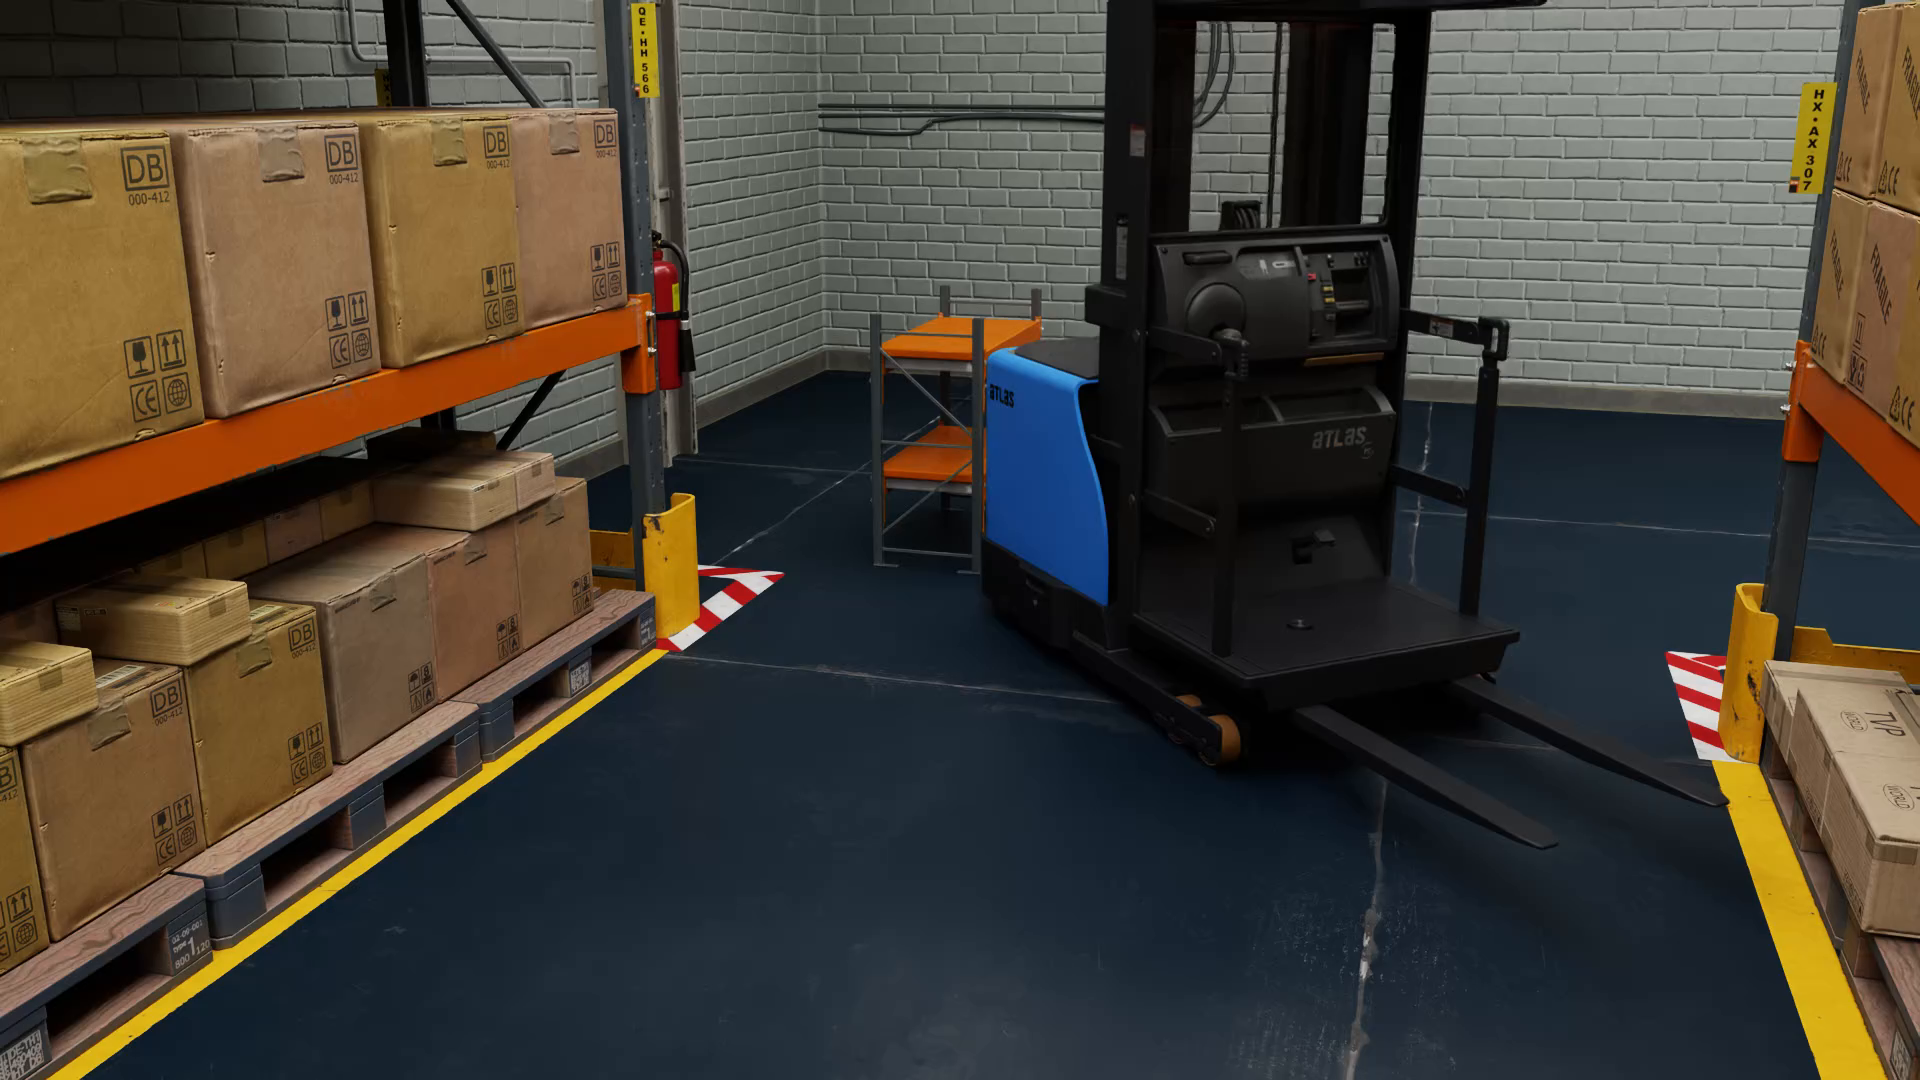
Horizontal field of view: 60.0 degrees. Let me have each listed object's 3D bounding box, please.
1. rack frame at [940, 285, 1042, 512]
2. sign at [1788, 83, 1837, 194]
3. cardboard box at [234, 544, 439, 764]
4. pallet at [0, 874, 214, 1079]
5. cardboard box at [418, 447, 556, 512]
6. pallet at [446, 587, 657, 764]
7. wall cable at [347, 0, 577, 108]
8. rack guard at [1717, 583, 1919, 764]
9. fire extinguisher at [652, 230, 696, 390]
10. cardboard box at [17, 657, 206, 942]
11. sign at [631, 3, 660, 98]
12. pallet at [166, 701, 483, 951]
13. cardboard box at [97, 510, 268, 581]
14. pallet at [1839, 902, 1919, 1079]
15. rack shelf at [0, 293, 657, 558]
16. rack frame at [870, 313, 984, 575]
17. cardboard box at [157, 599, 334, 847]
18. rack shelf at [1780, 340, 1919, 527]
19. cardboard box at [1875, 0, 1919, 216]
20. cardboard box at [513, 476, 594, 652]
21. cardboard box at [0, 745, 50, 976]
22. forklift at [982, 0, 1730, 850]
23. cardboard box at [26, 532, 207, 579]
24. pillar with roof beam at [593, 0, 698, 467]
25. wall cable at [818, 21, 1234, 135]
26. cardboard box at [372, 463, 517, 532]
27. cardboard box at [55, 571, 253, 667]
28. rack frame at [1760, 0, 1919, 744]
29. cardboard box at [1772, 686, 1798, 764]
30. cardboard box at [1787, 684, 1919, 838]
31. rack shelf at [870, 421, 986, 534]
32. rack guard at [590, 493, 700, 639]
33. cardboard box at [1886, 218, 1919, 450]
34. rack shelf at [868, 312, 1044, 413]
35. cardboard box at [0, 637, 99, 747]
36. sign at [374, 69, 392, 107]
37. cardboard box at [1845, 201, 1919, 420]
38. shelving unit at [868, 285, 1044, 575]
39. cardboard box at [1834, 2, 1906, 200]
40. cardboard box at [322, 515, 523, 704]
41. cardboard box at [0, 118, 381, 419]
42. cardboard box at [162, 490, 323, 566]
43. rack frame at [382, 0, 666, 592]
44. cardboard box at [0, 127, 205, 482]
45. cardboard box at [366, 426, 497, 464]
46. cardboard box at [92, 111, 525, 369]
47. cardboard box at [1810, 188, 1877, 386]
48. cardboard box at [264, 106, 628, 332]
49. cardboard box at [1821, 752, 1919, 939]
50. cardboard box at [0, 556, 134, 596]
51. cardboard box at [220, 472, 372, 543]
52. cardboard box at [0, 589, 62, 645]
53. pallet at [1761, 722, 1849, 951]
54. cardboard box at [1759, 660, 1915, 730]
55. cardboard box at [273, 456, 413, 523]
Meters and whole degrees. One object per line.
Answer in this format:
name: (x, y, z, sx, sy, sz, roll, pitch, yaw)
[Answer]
rack frame: (0.146, -0.676, 8.151, 0.500, 1.125, 0.032, 5, 16, 16)
sign: (2.577, -1.212, 5.019, 0.100, 0.325, 0.005, 5, 16, 16)
cardboard box: (-2.040, 0.317, 5.025, 0.700, 0.500, 0.500, 4, 16, 14)
pallet: (-2.498, 1.058, 3.711, 1.003, 0.211, 1.213, 5, 16, 16)
cardboard box: (-1.618, -0.210, 5.694, 0.380, 0.149, 0.250, 4, 16, 15)
pallet: (-1.805, 0.420, 5.962, 1.003, 0.211, 1.213, 5, 16, 16)
wall cable: (-2.196, -2.034, 7.641, 0.084, 1.984, 1.851, 5, 16, 16)
rack guard: (3.076, 0.469, 5.260, 1.175, 0.500, 0.348, 5, 16, 16)
fire extinguisher: (-1.168, -0.924, 6.415, 0.296, 0.674, 0.183, 5, 16, 16)
cardboard box: (-2.333, 0.591, 4.059, 0.700, 0.500, 0.500, 4, 16, 15)
sign: (-1.137, -1.762, 5.989, 0.100, 0.325, 0.005, 5, 16, 16)
pallet: (-2.154, 0.738, 4.840, 1.003, 0.211, 1.213, 5, 16, 16)
cardboard box: (-2.271, 0.026, 4.863, 0.380, 0.149, 0.250, 5, 17, 16)
pallet: (2.502, 1.135, 3.442, 1.003, 0.211, 1.213, 5, 16, 16)
rack shelf: (-2.221, -0.267, 4.594, 1.077, 0.370, 4.000, 5, 16, 16)
rack frame: (-0.143, -0.410, 7.213, 0.500, 1.125, 0.032, 5, 16, 16)
cardboard box: (-2.185, 0.457, 4.532, 0.700, 0.500, 0.500, 5, 17, 17)
rack shelf: (2.529, 0.116, 3.243, 1.077, 0.370, 4.000, 5, 16, 16)
cardboard box: (2.577, -1.050, 4.018, 0.500, 0.500, 0.500, 5, 17, 16)
cardboard box: (-1.756, 0.055, 5.951, 0.700, 0.500, 0.500, 5, 16, 16)
cardboard box: (-2.479, 0.723, 3.596, 0.700, 0.500, 0.500, 5, 17, 17)
forklift: (1.160, -0.824, 5.362, 1.130, 2.935, 3.031, -7, 17, -24)
cardboard box: (-2.343, 0.092, 4.629, 0.380, 0.149, 0.250, 4, 16, 15)
pillar with roof beam: (2.413, -4.463, 7.072, 9.100, 9.000, 0.400, 5, 16, 16)
wall cable: (0.297, -3.981, 11.065, 3.097, 2.526, 0.112, 5, 16, 16)
cardboard box: (-1.690, -0.143, 5.458, 0.380, 0.149, 0.250, 5, 17, 17)
cardboard box: (-2.058, 0.198, 4.255, 0.380, 0.149, 0.250, 4, 16, 14)
rack frame: (3.098, -0.754, 4.989, 1.000, 3.000, 0.127, 5, 16, 16)
cardboard box: (2.578, 0.546, 4.793, 0.380, 0.166, 0.250, 5, 16, 16)
cardboard box: (2.529, 0.609, 4.419, 0.500, 0.250, 0.500, 5, 16, 16)
rack shelf: (0.002, -0.308, 7.749, 0.538, 0.278, 1.000, 5, 16, 16)
rack guard: (-1.646, 0.059, 6.703, 1.175, 0.500, 0.348, 5, 16, 16)
cardboard box: (2.432, -0.440, 3.699, 0.500, 0.500, 0.500, 5, 16, 16)
rack shelf: (0.002, -0.825, 7.602, 0.538, 0.278, 1.000, 5, 16, 16)
cardboard box: (-2.206, 0.335, 3.774, 0.380, 0.149, 0.250, 5, 17, 18)
sign: (-2.183, -1.636, 6.369, 0.100, 0.325, 0.005, 5, 16, 16)
cardboard box: (2.577, -0.571, 4.161, 0.500, 0.500, 0.500, 4, 16, 15)
shelving unit: (0.002, -0.543, 7.682, 0.538, 1.125, 1.048, 5, 16, 16)
cardboard box: (2.719, -1.187, 4.502, 0.500, 0.500, 0.500, 5, 17, 18)
cardboard box: (-1.898, 0.186, 5.489, 0.700, 0.500, 0.500, 5, 16, 16)
cardboard box: (-2.210, -0.757, 4.451, 0.980, 0.700, 0.700, 4, 16, 13)
cardboard box: (-2.198, -0.041, 5.099, 0.380, 0.149, 0.250, 5, 17, 17)
rack frame: (-1.653, -1.137, 6.340, 1.000, 3.000, 0.127, 5, 16, 16)
cardboard box: (-2.407, -0.566, 3.777, 0.980, 0.700, 0.700, 4, 16, 14)
cardboard box: (-1.912, -0.306, 6.032, 0.380, 0.149, 0.250, 5, 17, 16)
cardboard box: (-1.984, -0.956, 5.152, 0.980, 0.700, 0.700, 4, 16, 15)
cardboard box: (2.719, -0.706, 4.638, 0.500, 0.500, 0.500, 5, 17, 17)
cardboard box: (-1.788, -1.147, 5.826, 0.980, 0.700, 0.700, 5, 17, 18)
cardboard box: (2.387, 0.739, 3.958, 0.500, 0.250, 0.500, 5, 16, 16)
cardboard box: (-2.416, 0.160, 4.391, 0.380, 0.149, 0.250, 5, 17, 16)
cardboard box: (-2.127, -0.108, 5.334, 0.380, 0.149, 0.250, 5, 17, 16)
cardboard box: (-2.488, 0.226, 4.158, 0.380, 0.149, 0.250, 4, 16, 14)
pallet: (2.850, 0.817, 4.564, 1.003, 0.211, 1.213, 5, 16, 16)
cardboard box: (2.649, 0.489, 5.026, 0.380, 0.149, 0.250, 5, 16, 16)
cardboard box: (-2.055, -0.173, 5.565, 0.380, 0.149, 0.250, 5, 16, 16)
